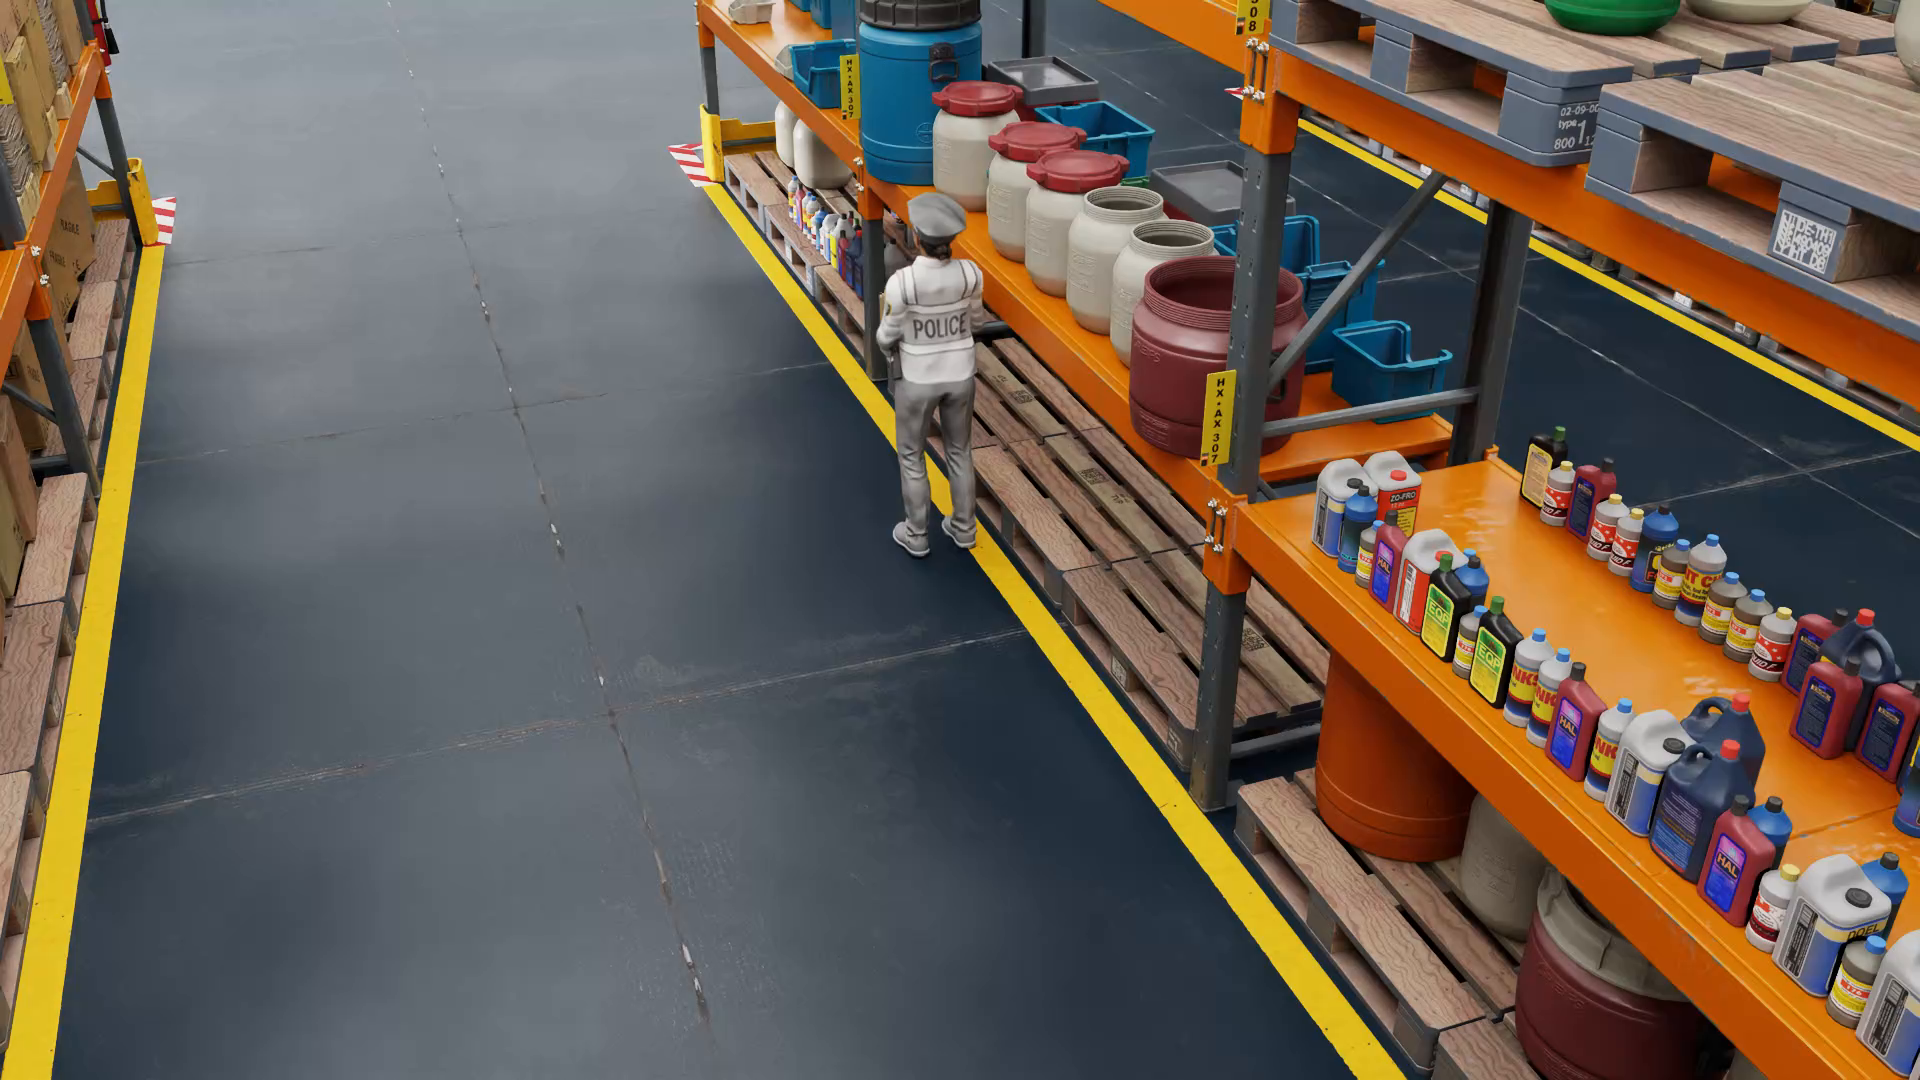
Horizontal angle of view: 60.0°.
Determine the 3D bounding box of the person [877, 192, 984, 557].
[{"bbox_3d":[-0.140,-0.745,7.388,0.474,1.691,0.540,-11,32,-18],"label":"person"}]
